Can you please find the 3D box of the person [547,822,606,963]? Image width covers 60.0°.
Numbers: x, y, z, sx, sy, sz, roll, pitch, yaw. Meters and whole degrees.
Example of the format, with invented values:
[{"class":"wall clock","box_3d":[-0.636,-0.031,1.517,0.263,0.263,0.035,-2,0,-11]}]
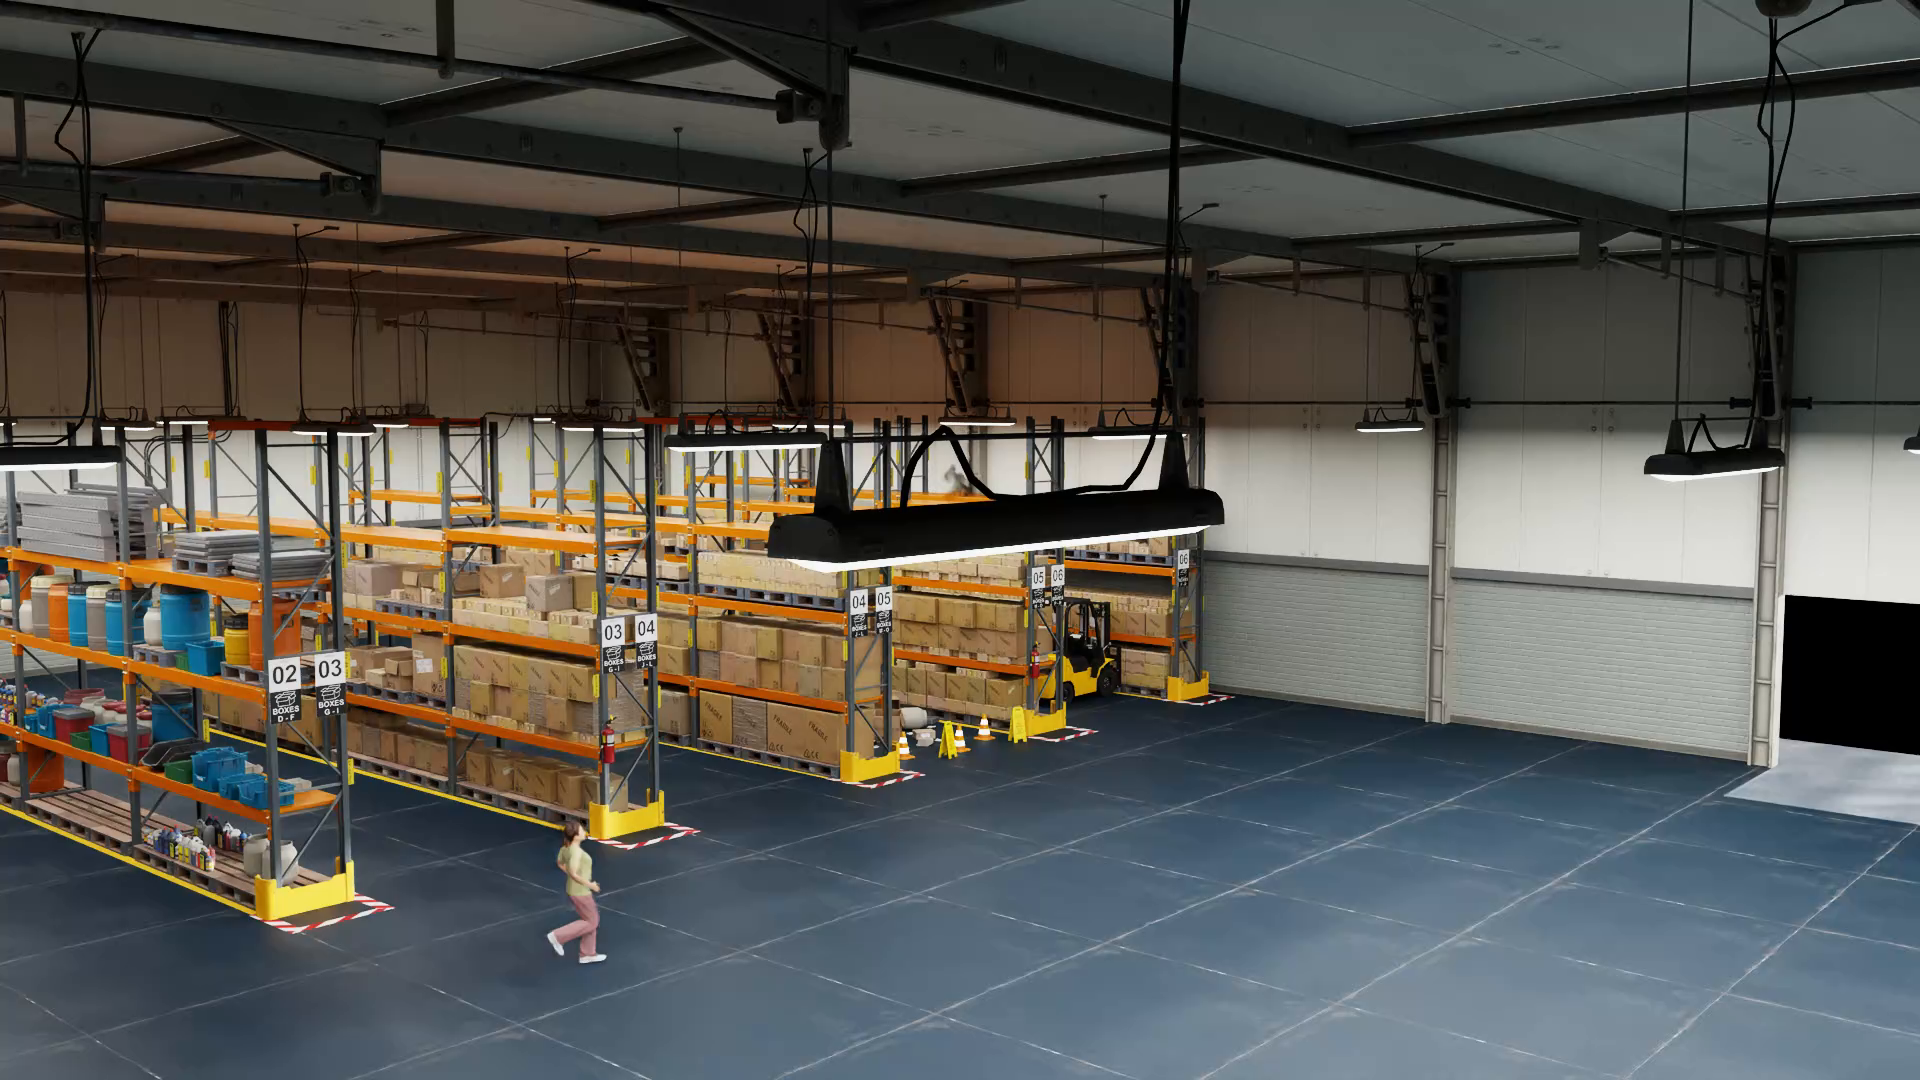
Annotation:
[{"class":"person","box_3d":[-4.334,3.967,18.683,0.677,1.628,0.579,-3,5,-28]}]
